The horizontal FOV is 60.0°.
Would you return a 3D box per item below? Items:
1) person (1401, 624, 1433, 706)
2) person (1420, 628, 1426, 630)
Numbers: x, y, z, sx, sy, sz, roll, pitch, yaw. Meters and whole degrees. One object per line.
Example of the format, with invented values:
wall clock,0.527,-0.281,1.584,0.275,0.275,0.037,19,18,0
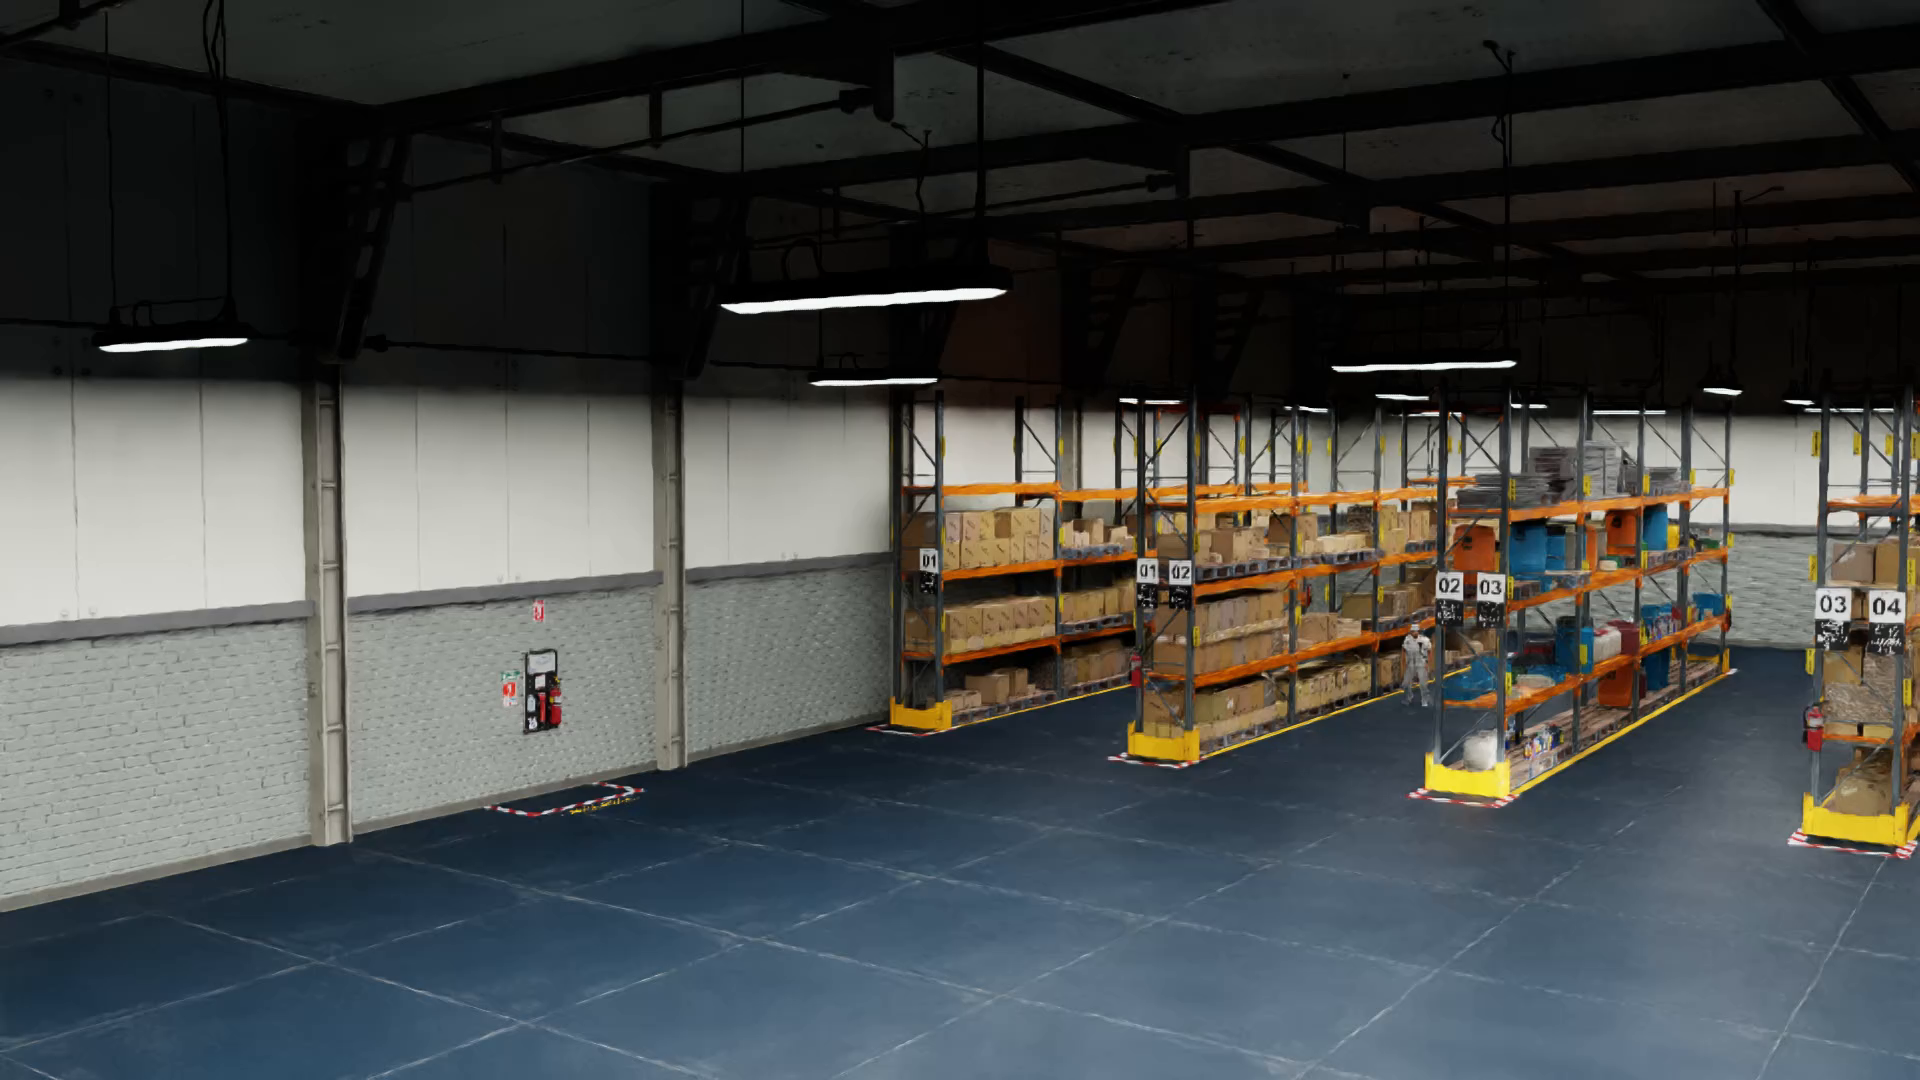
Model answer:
person,8.786,2.403,32.026,0.625,1.611,0.575,2,4,33
person,12.449,1.623,45.381,0.664,1.663,0.500,0,3,-8
